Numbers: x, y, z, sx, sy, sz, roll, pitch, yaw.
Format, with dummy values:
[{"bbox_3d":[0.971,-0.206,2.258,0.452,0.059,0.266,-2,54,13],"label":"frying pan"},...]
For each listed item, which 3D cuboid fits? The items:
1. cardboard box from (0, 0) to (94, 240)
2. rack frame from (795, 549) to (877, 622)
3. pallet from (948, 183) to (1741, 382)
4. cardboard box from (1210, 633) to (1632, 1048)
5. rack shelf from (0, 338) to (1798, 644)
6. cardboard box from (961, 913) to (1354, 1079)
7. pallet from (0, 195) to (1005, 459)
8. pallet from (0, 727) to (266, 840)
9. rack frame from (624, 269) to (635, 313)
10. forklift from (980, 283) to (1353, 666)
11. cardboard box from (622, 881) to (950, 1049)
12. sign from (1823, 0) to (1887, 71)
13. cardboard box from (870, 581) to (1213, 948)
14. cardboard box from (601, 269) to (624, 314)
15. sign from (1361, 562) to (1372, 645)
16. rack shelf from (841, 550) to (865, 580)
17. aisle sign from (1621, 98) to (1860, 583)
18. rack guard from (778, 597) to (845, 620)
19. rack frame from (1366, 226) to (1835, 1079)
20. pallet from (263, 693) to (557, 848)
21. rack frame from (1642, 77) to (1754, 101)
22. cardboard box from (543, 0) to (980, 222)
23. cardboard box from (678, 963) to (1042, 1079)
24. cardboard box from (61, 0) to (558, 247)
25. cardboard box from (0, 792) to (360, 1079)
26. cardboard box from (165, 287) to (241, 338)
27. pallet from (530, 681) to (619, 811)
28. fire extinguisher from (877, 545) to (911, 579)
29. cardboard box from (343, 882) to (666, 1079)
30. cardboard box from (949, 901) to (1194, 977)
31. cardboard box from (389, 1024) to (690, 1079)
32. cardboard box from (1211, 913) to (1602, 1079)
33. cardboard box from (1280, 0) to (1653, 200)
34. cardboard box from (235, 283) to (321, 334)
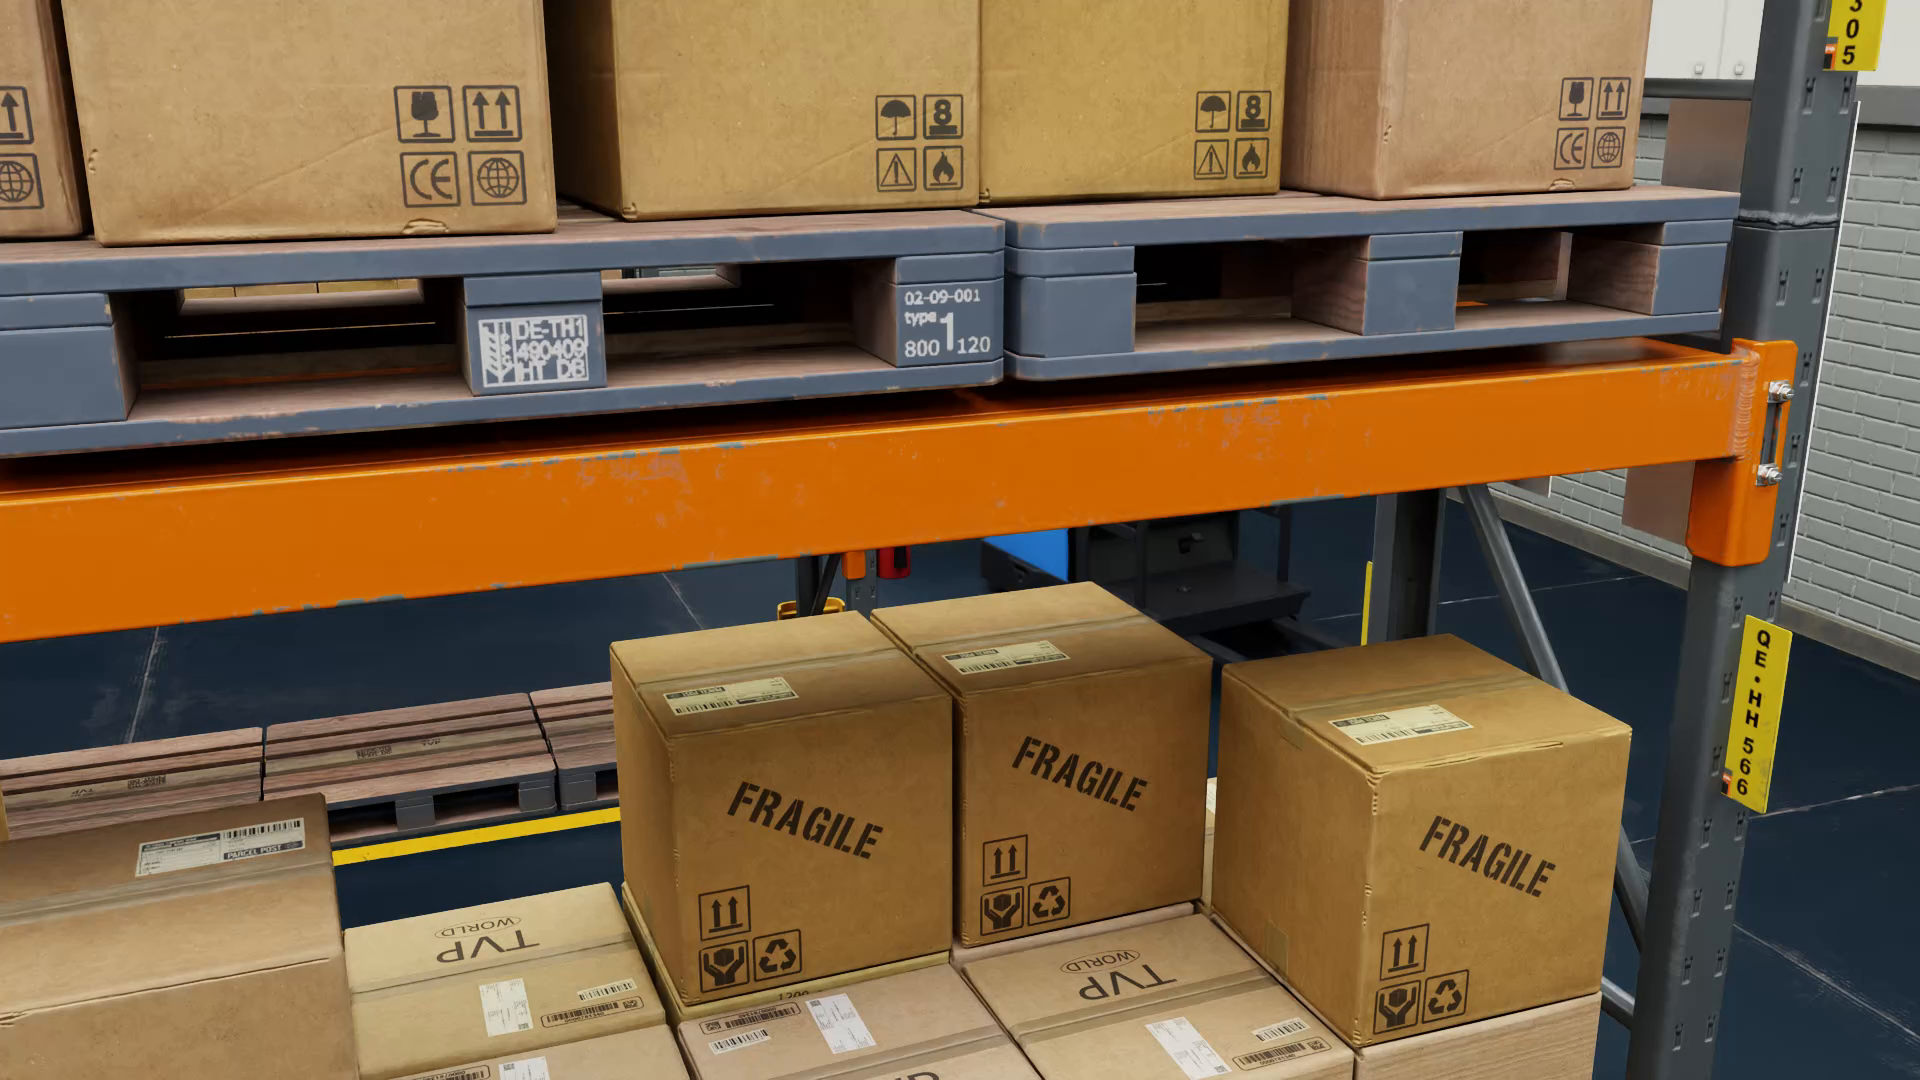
[{"bbox_3d":[-1.366,-0.663,2.107,0.500,0.500,0.700,-5,17,-17],"label":"cardboard box"},{"bbox_3d":[-0.616,-0.485,7.925,0.127,3.000,1.000,-6,17,-20],"label":"rack frame"},{"bbox_3d":[0.467,-0.501,2.813,1.213,0.211,1.003,-6,17,-20],"label":"pallet"},{"bbox_3d":[0.795,0.506,2.958,0.500,0.500,0.500,-6,17,-19],"label":"cardboard box"},{"bbox_3d":[-0.712,-0.074,2.479,4.000,0.370,1.077,-6,17,-20],"label":"rack shelf"},{"bbox_3d":[0.324,0.917,2.889,0.500,0.250,0.500,-6,18,-21],"label":"cardboard box"},{"bbox_3d":[-0.674,-0.377,2.391,1.213,0.211,1.003,-6,17,-20],"label":"pallet"},{"bbox_3d":[-3.679,1.172,7.232,1.213,0.211,1.003,-6,17,-20],"label":"pallet"},{"bbox_3d":[-2.387,-1.789,12.367,0.053,2.616,0.949,-6,17,-20],"label":"rack frame"},{"bbox_3d":[1.284,-0.825,9.205,1.130,2.935,3.031,-9,19,-28],"label":"forklift"},{"bbox_3d":[-0.342,0.829,3.190,0.500,0.250,0.500,-7,18,-22],"label":"cardboard box"},{"bbox_3d":[1.337,-0.863,2.460,0.005,0.325,0.100,-6,17,-20],"label":"sign"},{"bbox_3d":[0.144,0.416,3.266,0.500,0.500,0.500,-7,18,-21],"label":"cardboard box"},{"bbox_3d":[-2.706,-1.719,11.952,0.500,0.500,0.500,-6,17,-18],"label":"cardboard box"},{"bbox_3d":[0.963,0.219,3.853,0.005,0.325,0.100,-6,17,-20],"label":"sign"},{"bbox_3d":[-2.484,0.062,7.340,4.000,0.370,1.077,-6,17,-20],"label":"rack shelf"},{"bbox_3d":[1.330,-0.357,2.877,0.004,0.787,0.394,-6,17,-20],"label":"aisle sign"},{"bbox_3d":[-0.599,0.709,8.297,0.348,0.500,1.175,-6,17,-20],"label":"rack guard"},{"bbox_3d":[1.156,0.819,3.487,0.127,3.000,1.000,-6,17,-20],"label":"rack frame"},{"bbox_3d":[-2.538,1.048,7.654,1.213,0.211,1.003,-6,17,-20],"label":"pallet"},{"bbox_3d":[1.157,-2.059,2.639,0.053,2.616,0.949,-6,17,-20],"label":"rack frame"},{"bbox_3d":[-0.345,-0.762,2.445,0.500,0.500,0.700,-7,18,-24],"label":"cardboard box"},{"bbox_3d":[-0.151,0.969,2.714,0.500,0.250,0.500,-7,18,-22],"label":"cardboard box"},{"bbox_3d":[-0.827,-0.678,2.159,0.500,0.500,0.700,-5,17,-18],"label":"cardboard box"},{"bbox_3d":[-1.094,0.709,2.268,0.500,0.500,0.500,-7,18,-22],"label":"cardboard box"},{"bbox_3d":[-3.982,-1.663,11.761,3.026,0.500,1.079,-6,17,-19],"label":"cardboard box"},{"bbox_3d":[-1.400,0.926,8.069,1.213,0.211,1.003,-6,17,-20],"label":"pallet"},{"bbox_3d":[-0.313,-0.164,7.633,0.183,0.674,0.296,-6,17,-20],"label":"fire extinguisher"},{"bbox_3d":[-0.828,0.883,3.006,0.500,0.250,0.500,-7,18,-21],"label":"cardboard box"},{"bbox_3d":[0.128,0.779,3.359,0.500,0.250,0.500,-6,18,-21],"label":"cardboard box"},{"bbox_3d":[-0.636,1.022,2.531,0.500,0.250,0.500,-6,17,-20],"label":"cardboard box"},{"bbox_3d":[0.798,0.866,3.062,0.500,0.250,0.500,-6,18,-21],"label":"cardboard box"},{"bbox_3d":[0.690,-0.852,2.751,0.500,0.500,0.700,-7,18,-23],"label":"cardboard box"},{"bbox_3d":[-4.602,-1.515,11.256,0.500,0.500,0.500,-6,17,-20],"label":"cardboard box"}]
